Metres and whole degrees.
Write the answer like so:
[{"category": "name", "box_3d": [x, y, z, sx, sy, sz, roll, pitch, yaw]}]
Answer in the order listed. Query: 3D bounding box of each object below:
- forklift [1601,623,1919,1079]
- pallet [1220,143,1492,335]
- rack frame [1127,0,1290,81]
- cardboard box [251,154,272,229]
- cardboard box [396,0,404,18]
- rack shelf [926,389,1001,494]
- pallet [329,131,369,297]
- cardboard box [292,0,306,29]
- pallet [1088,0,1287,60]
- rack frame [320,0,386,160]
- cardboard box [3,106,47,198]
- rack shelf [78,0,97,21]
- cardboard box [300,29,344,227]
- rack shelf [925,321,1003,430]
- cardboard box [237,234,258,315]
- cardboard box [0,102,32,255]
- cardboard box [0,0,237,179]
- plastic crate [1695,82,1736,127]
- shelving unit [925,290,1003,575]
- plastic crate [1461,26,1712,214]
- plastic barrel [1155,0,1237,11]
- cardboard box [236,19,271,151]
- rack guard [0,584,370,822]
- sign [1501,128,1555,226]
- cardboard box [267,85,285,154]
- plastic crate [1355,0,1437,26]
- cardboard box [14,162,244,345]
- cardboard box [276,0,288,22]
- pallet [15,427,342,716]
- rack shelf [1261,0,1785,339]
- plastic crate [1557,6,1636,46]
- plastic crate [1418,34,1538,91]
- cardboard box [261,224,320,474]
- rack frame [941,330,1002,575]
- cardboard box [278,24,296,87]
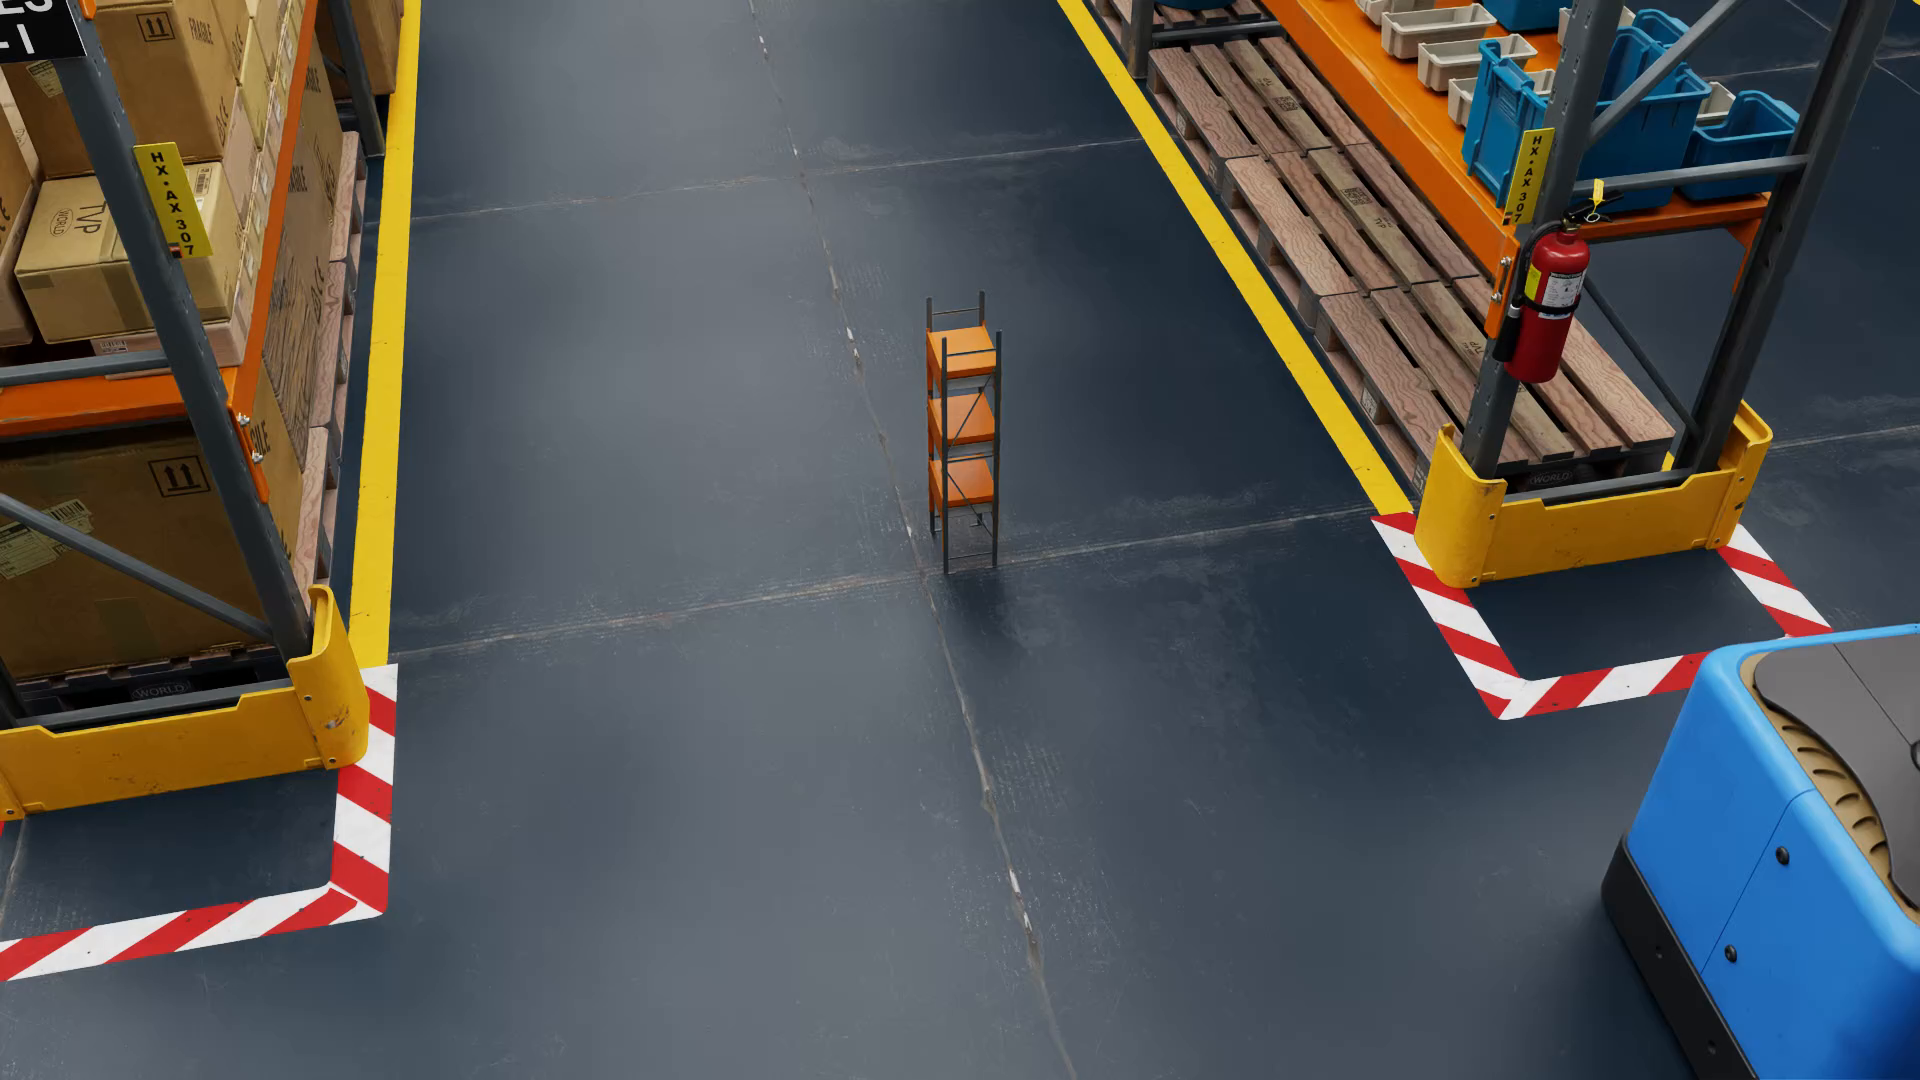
[{"category": "forklift", "box_3d": [3.470, 0.151, 3.872, 3.031, 2.935, 1.130, -6, 42, -7]}, {"category": "pallet", "box_3d": [1.884, -1.431, 7.703, 1.003, 0.211, 1.213, -8, 42, -9]}, {"category": "rack frame", "box_3d": [1.421, -3.737, 8.201, 1.000, 3.000, 0.127, -8, 42, -9]}, {"category": "cardboard box", "box_3d": [-2.476, -1.119, 5.441, 0.380, 0.149, 0.250, -9, 42, -10]}, {"category": "cardboard box", "box_3d": [-3.767, -3.381, 9.084, 1.225, 0.875, 0.875, -10, 43, -11]}, {"category": "rack shelf", "box_3d": [0.012, -0.350, 5.869, 0.215, 0.259, 0.240, -8, 42, -9]}, {"category": "pallet", "box_3d": [-3.328, -1.481, 7.759, 1.003, 0.211, 1.213, -8, 42, -9]}, {"category": "cardboard box", "box_3d": [-2.807, -2.116, 6.563, 0.380, 0.149, 0.250, -8, 42, -8]}, {"category": "pallet", "box_3d": [1.295, -3.201, 9.697, 1.003, 0.211, 1.213, -8, 42, -9]}, {"category": "rack frame", "box_3d": [-3.415, -3.028, 7.401, 1.000, 3.000, 0.127, -8, 42, -9]}, {"category": "cardboard box", "box_3d": [-3.025, -1.095, 5.113, 0.500, 0.250, 0.500, -9, 42, -10]}, {"category": "rack shelf", "box_3d": [-2.984, -2.584, 5.184, 1.077, 0.370, 4.000, -8, 42, -9]}, {"category": "cardboard box", "box_3d": [-3.351, -1.951, 7.472, 0.875, 0.875, 0.875, -8, 42, -9]}, {"category": "rack shelf", "box_3d": [0.012, -0.562, 5.681, 0.215, 0.259, 0.240, -8, 42, -9]}, {"category": "cardboard box", "box_3d": [-2.363, -0.784, 5.063, 0.380, 0.149, 0.250, -9, 42, -10]}, {"category": "cardboard box", "box_3d": [-2.914, -1.049, 4.496, 0.500, 0.500, 0.500, -8, 42, -9]}, {"category": "cardboard box", "box_3d": [-2.500, -1.444, 4.942, 0.500, 0.500, 0.500, -9, 42, -10]}, {"category": "plastic crate", "box_3d": [2.564, -1.495, 5.829, 0.250, 0.136, 0.298, -8, 42, -9]}, {"category": "shelving unit", "box_3d": [0.012, -0.358, 5.862, 0.215, 1.050, 0.252, -8, 42, -9]}, {"category": "plastic crate", "box_3d": [2.030, -1.371, 5.463, 0.616, 0.435, 0.499, -8, 42, -9]}, {"category": "plastic barrel", "box_3d": [1.320, -3.465, 9.158, 0.600, 0.901, 0.708, -8, 42, -9]}, {"category": "cardboard box", "box_3d": [-2.616, -1.502, 5.572, 0.500, 0.250, 0.500, -10, 43, -11]}, {"category": "rack guard", "box_3d": [-2.547, 0.516, 5.293, 1.175, 0.500, 0.348, -8, 42, -9]}, {"category": "sign", "box_3d": [1.751, -1.116, 5.125, 0.100, 0.325, 0.005, -8, 42, -9]}, {"category": "cardboard box", "box_3d": [-2.586, -1.451, 5.815, 0.380, 0.149, 0.250, -9, 42, -10]}, {"category": "plastic crate", "box_3d": [1.717, -2.127, 6.540, 0.298, 0.136, 0.250, -8, 42, -9]}, {"category": "cardboard box", "box_3d": [-2.392, -0.840, 4.826, 0.500, 0.250, 0.500, -9, 42, -10]}, {"category": "cardboard box", "box_3d": [-2.839, -2.168, 6.322, 0.500, 0.250, 0.500, -8, 42, -8]}, {"category": "pallet", "box_3d": [-2.801, 0.101, 5.977, 1.003, 0.211, 1.213, -8, 42, -9]}, {"category": "rack shelf", "box_3d": [1.853, -2.172, 6.979, 1.077, 0.370, 4.000, -8, 42, -9]}, {"category": "plastic crate", "box_3d": [2.418, -1.935, 6.324, 0.250, 0.136, 0.298, -8, 42, -9]}, {"category": "plastic crate", "box_3d": [1.883, -1.761, 6.128, 0.396, 0.136, 0.243, -8, 42, -9]}, {"category": "cardboard box", "box_3d": [-2.965, -0.791, 6.165, 0.875, 0.875, 0.875, -8, 42, -9]}, {"category": "rack frame", "box_3d": [0.038, -0.279, 5.773, 0.200, 1.050, 0.008, -8, 42, -9]}, {"category": "cardboard box", "box_3d": [-2.698, -1.785, 6.191, 0.380, 0.149, 0.250, -8, 42, -9]}]
